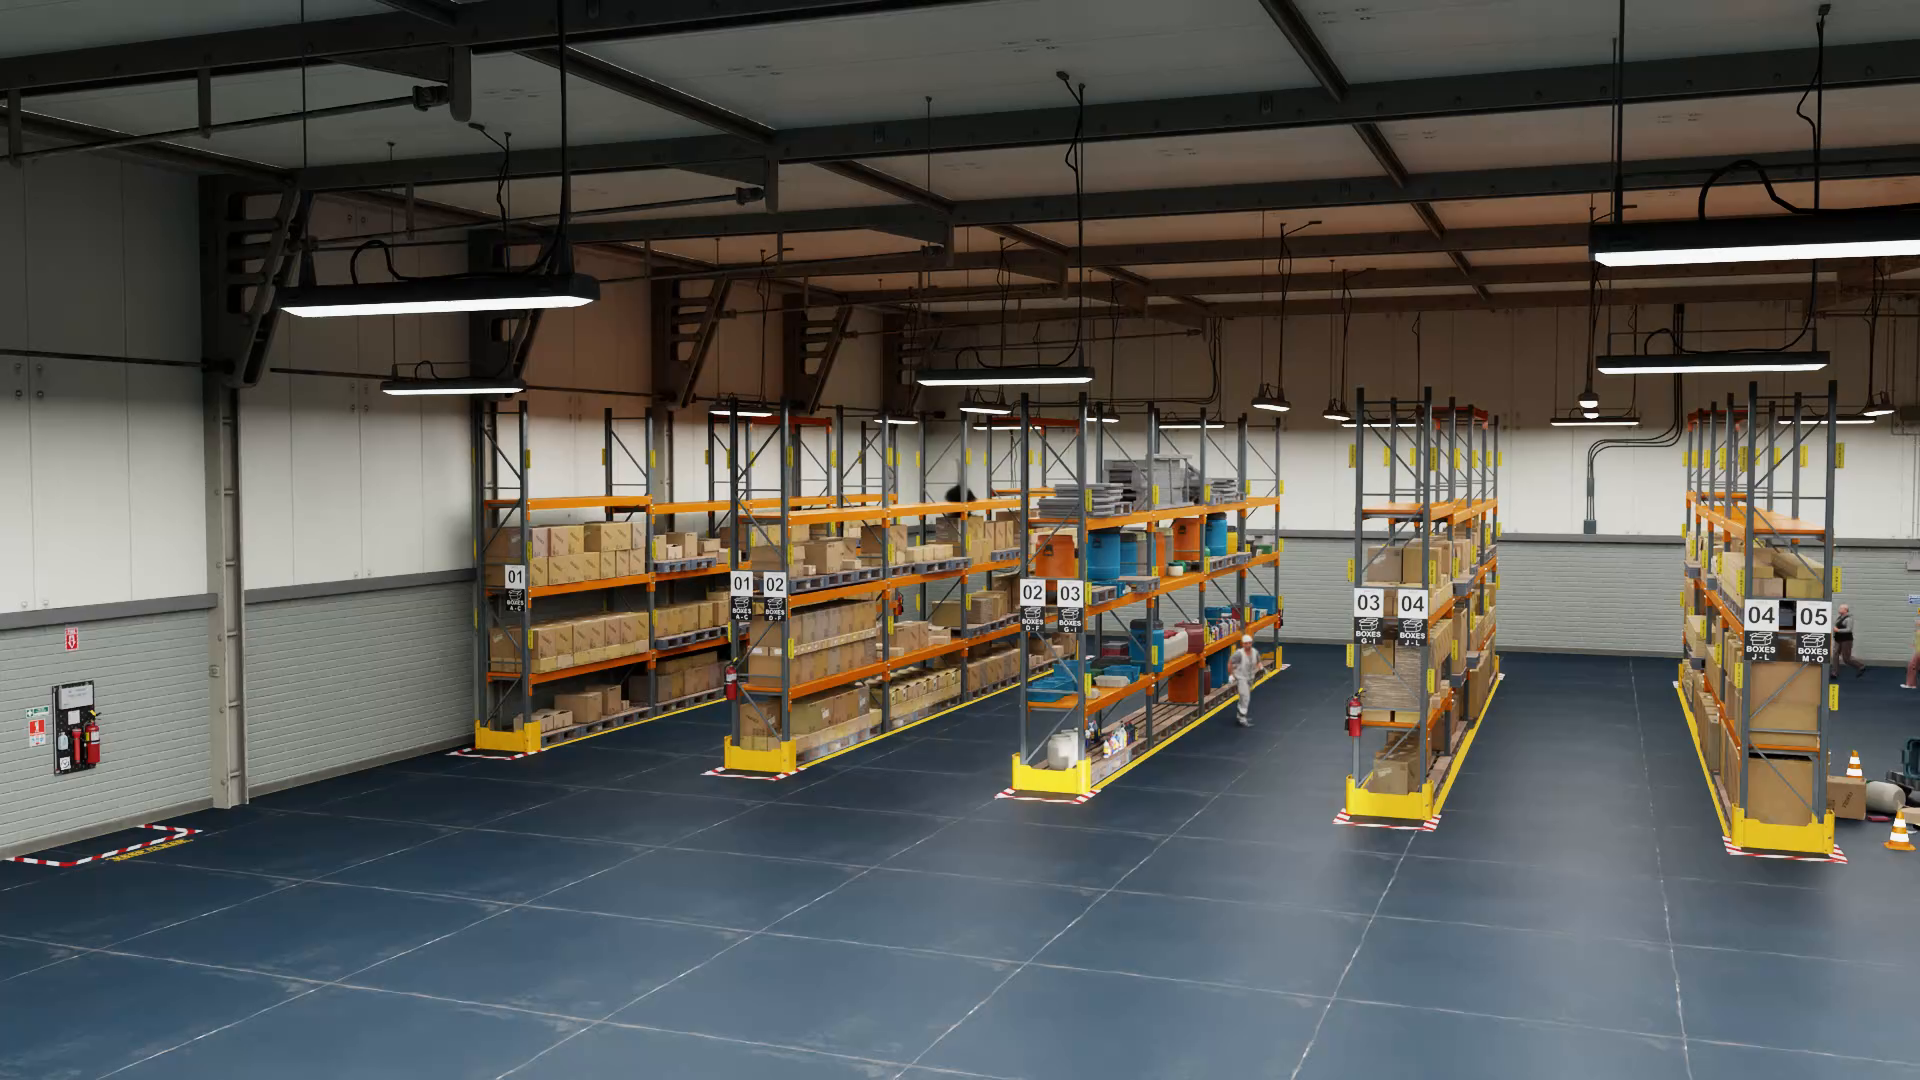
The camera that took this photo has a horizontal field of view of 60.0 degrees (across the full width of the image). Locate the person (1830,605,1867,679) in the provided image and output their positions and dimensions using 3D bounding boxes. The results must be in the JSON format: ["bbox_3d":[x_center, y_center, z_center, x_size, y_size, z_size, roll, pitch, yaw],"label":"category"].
[{"bbox_3d":[19.953,2.306,37.513,0.875,1.704,0.658,0,3,0],"label":"person"}]

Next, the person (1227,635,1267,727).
[{"bbox_3d":[5.393,2.629,31.266,0.671,1.721,0.848,-2,3,-35],"label":"person"}]

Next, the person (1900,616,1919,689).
[{"bbox_3d":[20.876,2.441,36.027,0.801,1.635,0.634,1,3,20],"label":"person"}]

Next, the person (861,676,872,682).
[{"bbox_3d":[-2.108,2.461,36.137,0.559,1.580,0.744,0,3,7],"label":"person"}]
